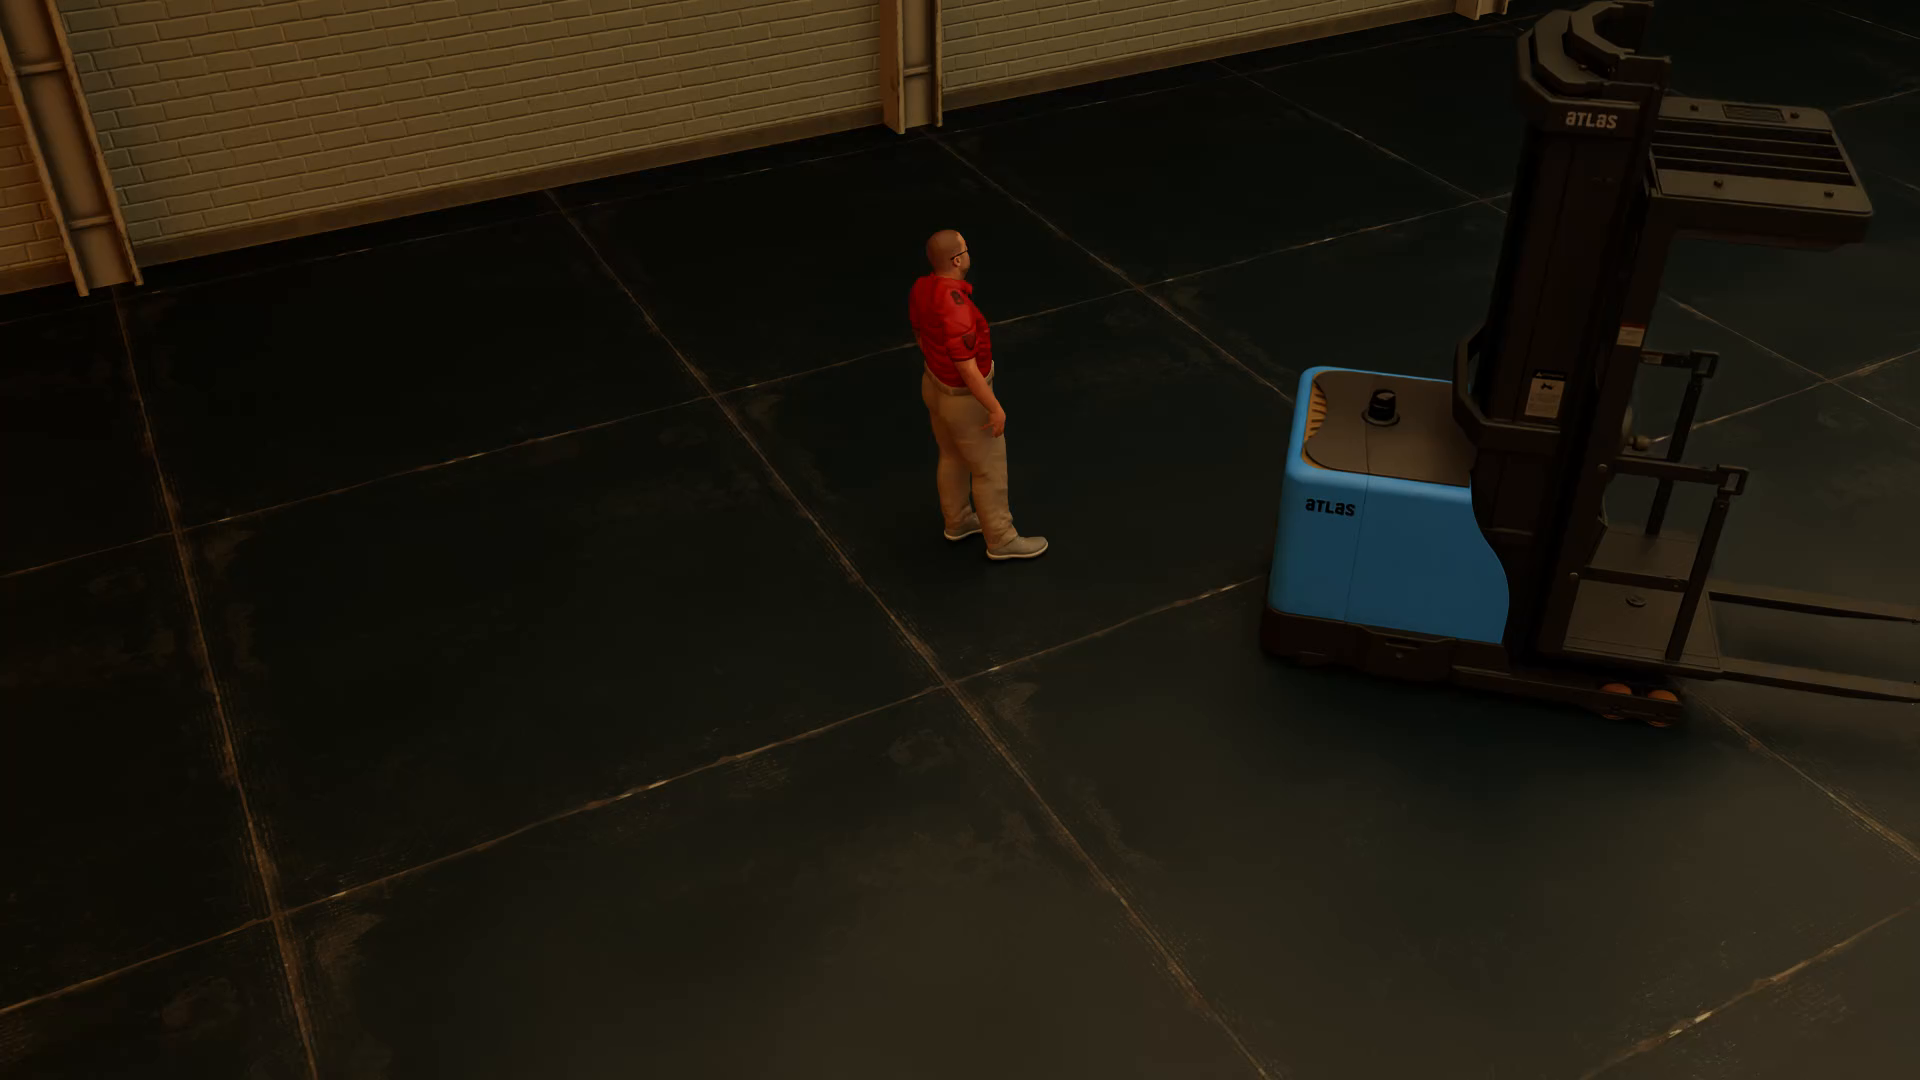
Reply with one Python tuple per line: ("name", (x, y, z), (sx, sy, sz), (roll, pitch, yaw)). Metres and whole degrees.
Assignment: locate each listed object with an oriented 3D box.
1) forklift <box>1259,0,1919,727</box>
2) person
("forklift", (2.990, -0.697, 7.109), (3.031, 2.935, 1.130), (8, 36, 11))
("person", (0.085, -0.730, 8.185), (0.551, 1.727, 0.640), (-17, 39, -23))
